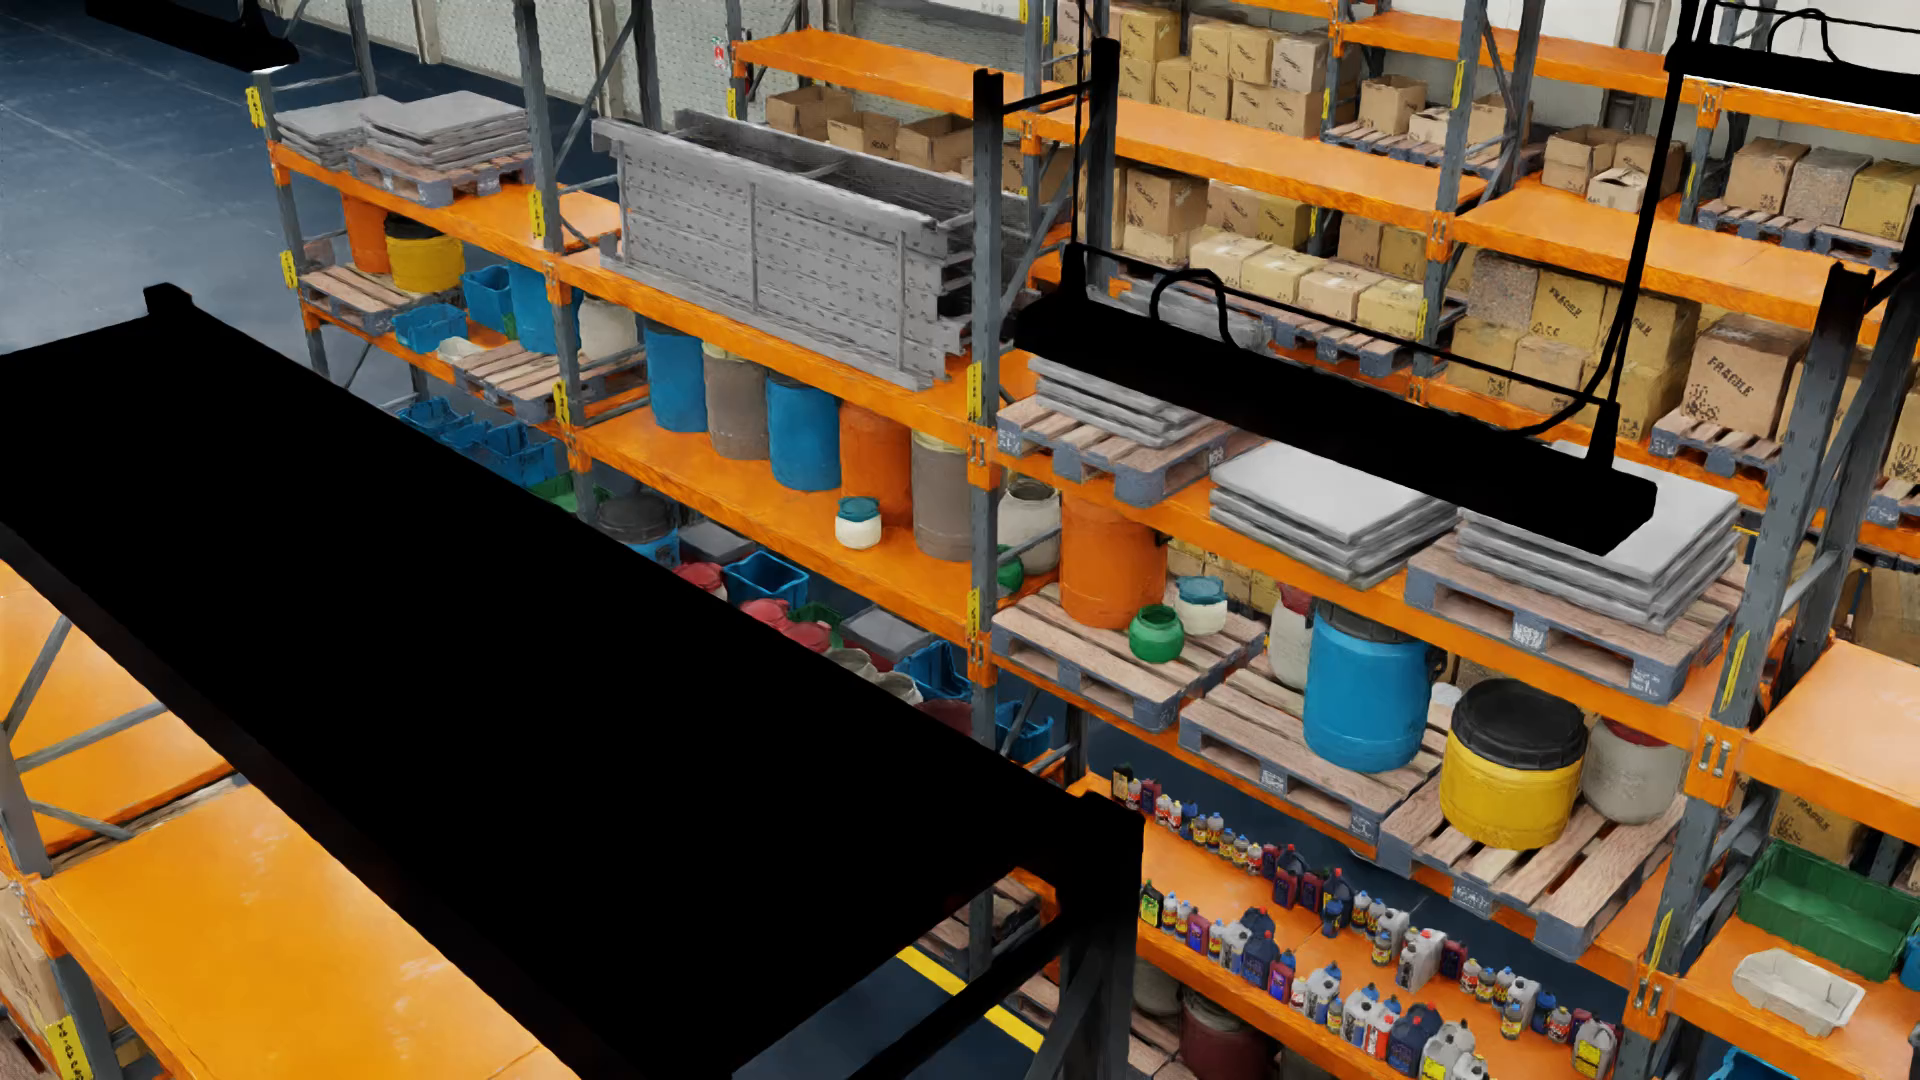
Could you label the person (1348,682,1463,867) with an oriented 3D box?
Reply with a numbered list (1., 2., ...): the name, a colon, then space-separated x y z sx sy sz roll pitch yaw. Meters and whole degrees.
1. person: 3.326 1.722 11.530 0.456 1.585 1.088 -26 38 -37
